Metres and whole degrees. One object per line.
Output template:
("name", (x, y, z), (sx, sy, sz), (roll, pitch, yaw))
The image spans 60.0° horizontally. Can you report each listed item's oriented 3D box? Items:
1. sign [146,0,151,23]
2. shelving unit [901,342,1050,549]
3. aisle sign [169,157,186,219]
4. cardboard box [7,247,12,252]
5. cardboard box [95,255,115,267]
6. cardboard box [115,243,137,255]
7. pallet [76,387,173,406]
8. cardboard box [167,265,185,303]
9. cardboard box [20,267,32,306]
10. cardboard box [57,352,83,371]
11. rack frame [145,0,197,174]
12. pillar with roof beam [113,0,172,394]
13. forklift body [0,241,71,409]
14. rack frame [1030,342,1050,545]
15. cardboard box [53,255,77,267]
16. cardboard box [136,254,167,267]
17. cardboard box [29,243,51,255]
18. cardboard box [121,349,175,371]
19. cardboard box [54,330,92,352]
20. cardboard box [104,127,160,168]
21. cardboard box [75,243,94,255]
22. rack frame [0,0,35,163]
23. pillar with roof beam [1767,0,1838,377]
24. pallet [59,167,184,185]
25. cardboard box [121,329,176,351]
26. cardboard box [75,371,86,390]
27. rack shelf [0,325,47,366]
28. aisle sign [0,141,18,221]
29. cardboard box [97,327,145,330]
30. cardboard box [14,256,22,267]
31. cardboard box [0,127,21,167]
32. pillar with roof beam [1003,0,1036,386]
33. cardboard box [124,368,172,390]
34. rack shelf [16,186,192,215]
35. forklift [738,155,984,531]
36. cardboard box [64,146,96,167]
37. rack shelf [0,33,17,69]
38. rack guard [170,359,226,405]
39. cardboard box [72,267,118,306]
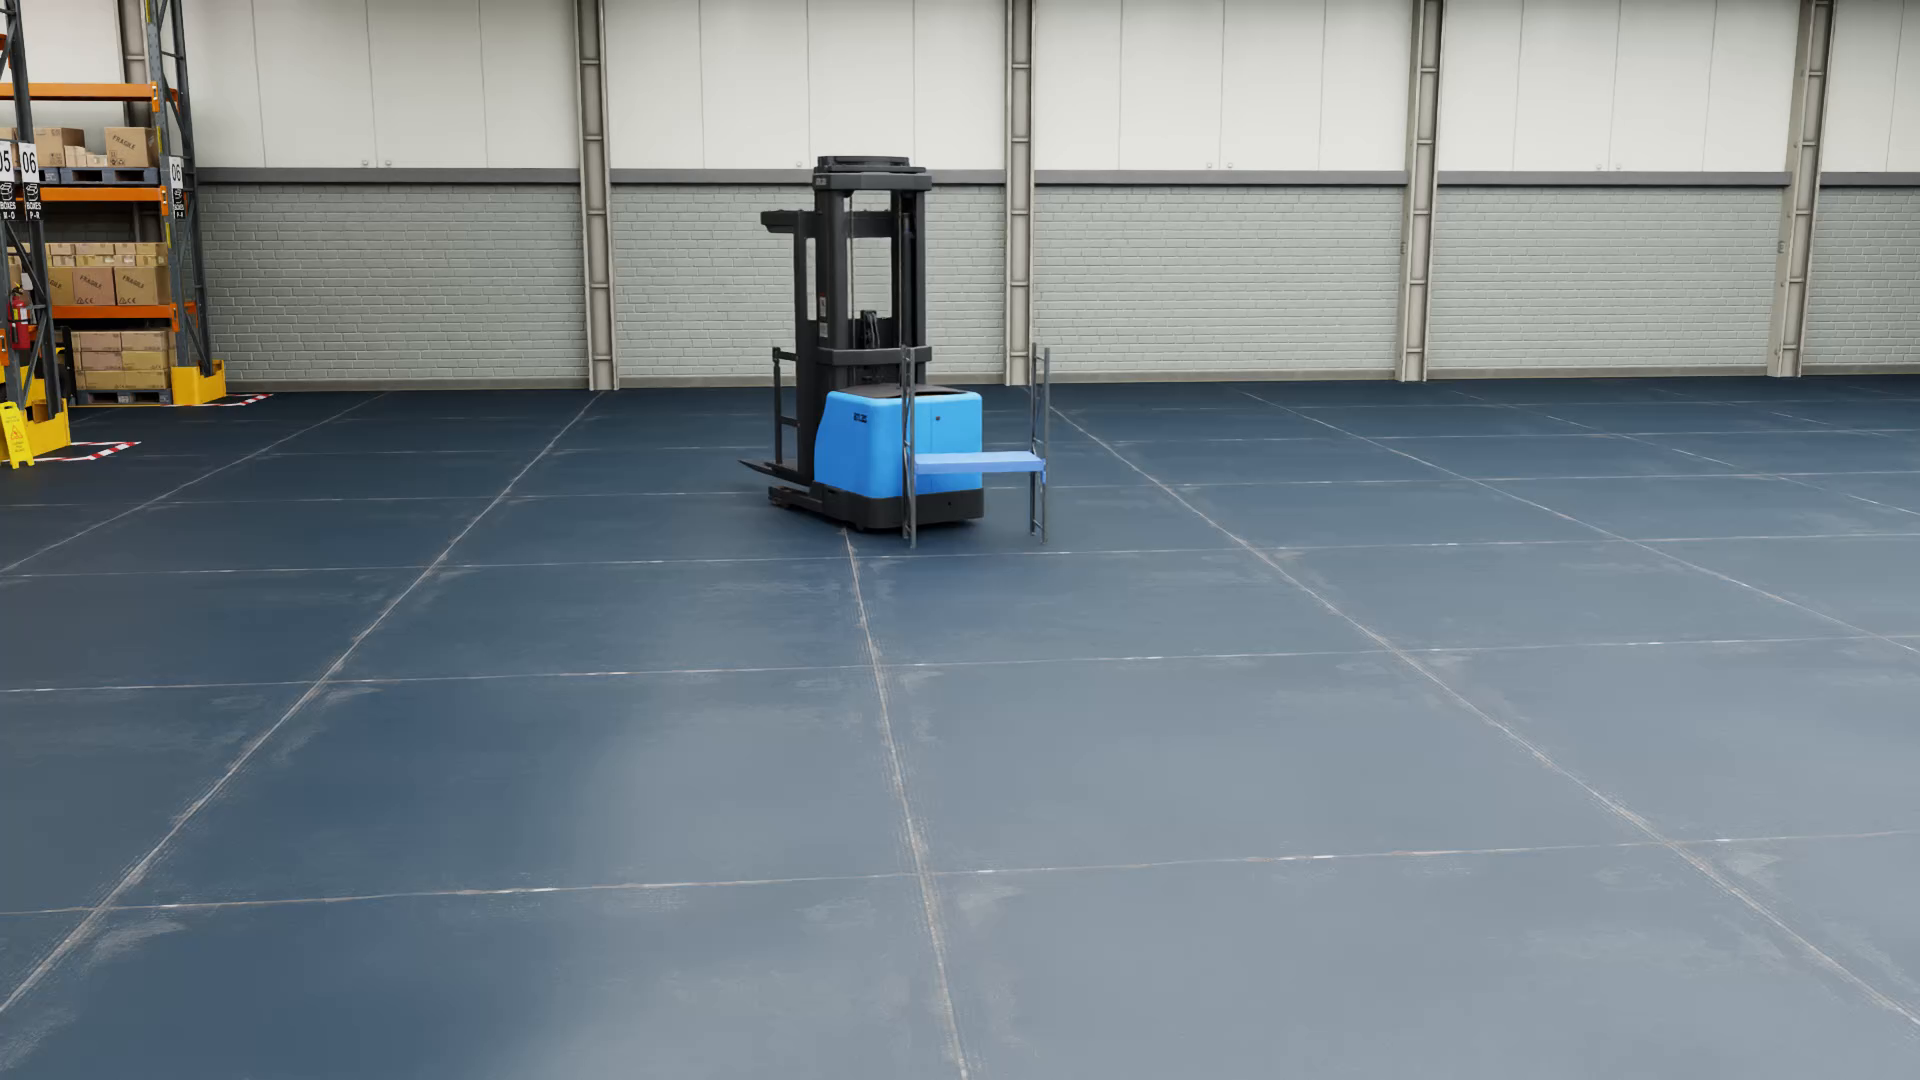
("sign", (-10.243, -6.696, 20.975), (0.005, 0.325, 0.100), (-1, 11, -6))
("shelving unit", (0.110, -0.729, 12.689), (1.048, 1.500, 0.538), (-2, 11, -10))
("aisle sign", (-10.190, -4.580, 21.652), (0.004, 0.787, 0.394), (-1, 11, -6))
("cardboard box", (-12.397, -3.790, 21.659), (0.250, 0.149, 0.380), (-1, 11, -6))
("cardboard box", (-11.117, -3.661, 21.776), (0.250, 0.149, 0.380), (-1, 11, -5))
("cardboard box", (-10.862, -3.814, 21.781), (0.250, 0.149, 0.380), (-1, 11, -6))
("pallet", (-11.043, -1.968, 22.329), (1.213, 0.211, 1.003), (-1, 11, -6))
("cardboard box", (-10.810, -3.452, 22.391), (0.500, 0.500, 0.500), (-1, 11, -4))
("cardboard box", (-12.273, -3.316, 21.699), (0.500, 0.500, 0.500), (-1, 11, -6))
("cardboard box", (-11.748, -2.369, 21.884), (0.500, 0.250, 0.500), (-1, 11, -7))
("rack frame", (-10.287, -6.303, 21.603), (0.127, 3.000, 1.000), (-1, 11, -6))
("pillar with roof beam", (-10.612, -5.636, 18.209), (0.400, 9.000, 9.100), (-1, 11, -6))
("forklift body", (-11.975, -2.554, 20.283), (1.214, 2.155, 2.313), (-1, 11, -6))
("rack frame", (0.611, -0.746, 12.773), (0.032, 1.500, 0.500), (-2, 11, -10))
("cardboard box", (-11.625, -3.644, 21.686), (0.250, 0.149, 0.380), (-2, 11, -8))
("cardboard box", (-10.602, -3.666, 21.800), (0.250, 0.149, 0.380), (-1, 11, -5))
("cardboard box", (-11.878, -3.779, 21.604), (0.250, 0.149, 0.380), (-1, 11, -5))
("cardboard box", (-10.737, -2.392, 22.002), (0.500, 0.250, 0.500), (-1, 11, -7))
("cardboard box", (-11.719, -2.614, 21.834), (0.500, 0.250, 0.500), (-1, 11, -5))
("cardboard box", (-10.701, -5.080, 21.548), (0.500, 0.500, 0.500), (-1, 11, -4))
("cardboard box", (-11.375, -3.812, 21.773), (0.250, 0.149, 0.380), (-1, 11, -6))
("rack frame", (-9.747, -5.352, 16.762), (0.127, 3.000, 1.000), (-1, 11, -6))
("pillar with roof beam", (13.248, -6.136, 20.752), (0.400, 9.000, 9.100), (-1, 11, -6))
("pallet", (-10.993, -4.778, 21.851), (1.213, 0.211, 1.003), (-1, 11, -6))
("cardboard box", (-10.711, -2.638, 21.957), (0.500, 0.250, 0.500), (-1, 11, -4))
("cardboard box", (-11.714, -2.129, 21.961), (0.500, 0.250, 0.500), (-1, 11, -5))
("rack shelf", (-11.736, -2.013, 17.198), (4.000, 0.370, 1.077), (-1, 11, -6))
("aisle sign", (-9.654, -3.629, 16.813), (0.004, 0.787, 0.394), (-1, 11, -6))
("cardboard box", (-11.282, -2.722, 22.387), (0.500, 0.250, 0.500), (-1, 11, -6))
("cardboard box", (-12.132, -3.647, 21.701), (0.250, 0.149, 0.380), (-1, 11, -6))
("cardboard box", (-12.316, -5.074, 21.512), (0.637, 0.503, 0.797), (-1, 11, -4))
("pillar with roof beam", (1.318, -5.886, 19.481), (0.400, 9.000, 9.100), (-1, 11, -6))
("cardboard box", (-10.720, -2.146, 22.049), (0.500, 0.250, 0.500), (-1, 11, -6))
("rack shelf", (-12.275, -4.437, 21.750), (4.000, 0.370, 1.077), (-1, 11, -6))
("forklift", (-1.001, -1.749, 14.167), (1.130, 2.935, 3.031), (-7, 13, -30))
("cardboard box", (-11.330, -4.940, 21.444), (0.258, 0.266, 0.396), (-1, 11, -6))
("rack shelf", (-11.736, -4.955, 16.619), (4.000, 0.370, 1.077), (-1, 11, -6))
("rack guard", (-10.263, -2.134, 22.426), (0.348, 0.500, 1.175), (-1, 11, -6))
("cardboard box", (-11.265, -3.339, 21.818), (0.500, 0.500, 0.500), (-1, 11, -4))
